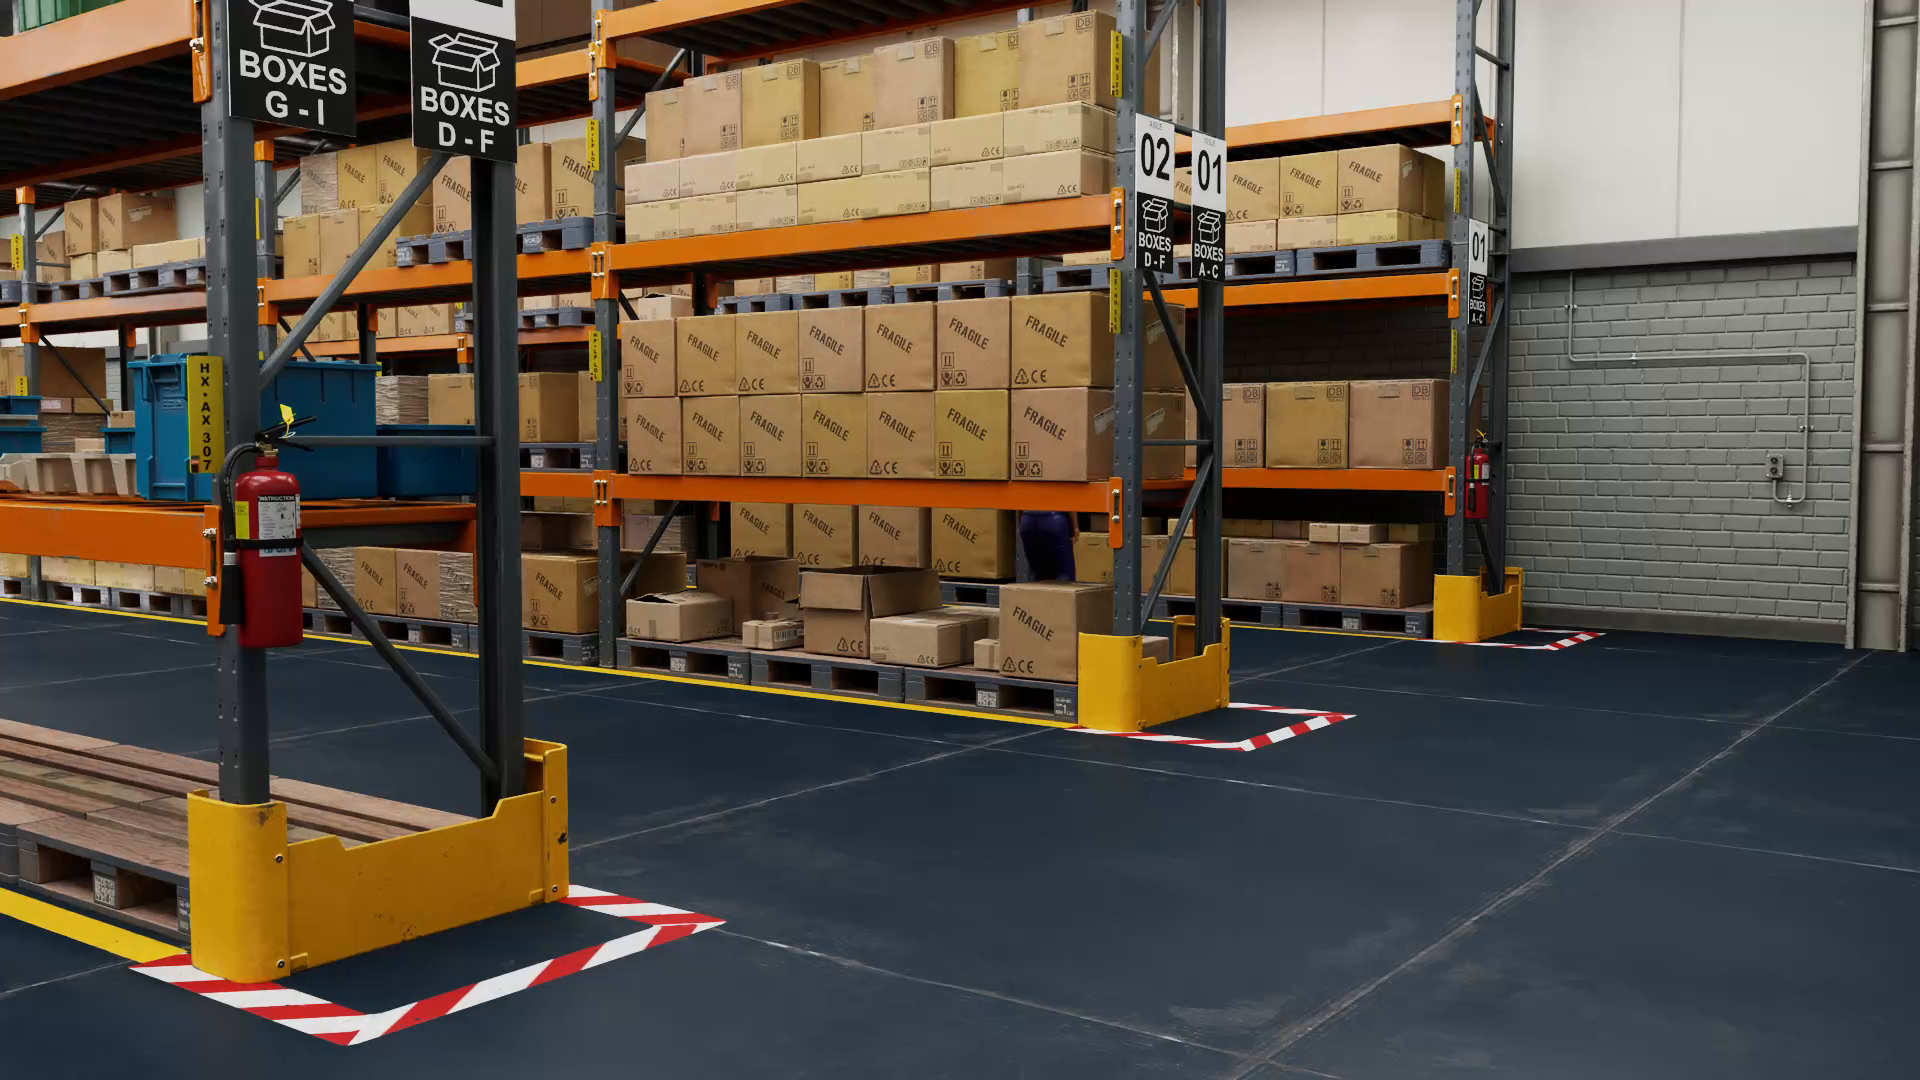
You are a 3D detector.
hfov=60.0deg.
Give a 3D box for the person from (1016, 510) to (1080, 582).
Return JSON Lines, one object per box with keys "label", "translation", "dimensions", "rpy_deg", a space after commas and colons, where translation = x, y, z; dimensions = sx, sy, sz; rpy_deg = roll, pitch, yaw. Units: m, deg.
{"label": "person", "translation": [0.716, -0.086, 13.198], "dimensions": [0.564, 1.652, 0.419], "rpy_deg": [2, 4, 33]}
